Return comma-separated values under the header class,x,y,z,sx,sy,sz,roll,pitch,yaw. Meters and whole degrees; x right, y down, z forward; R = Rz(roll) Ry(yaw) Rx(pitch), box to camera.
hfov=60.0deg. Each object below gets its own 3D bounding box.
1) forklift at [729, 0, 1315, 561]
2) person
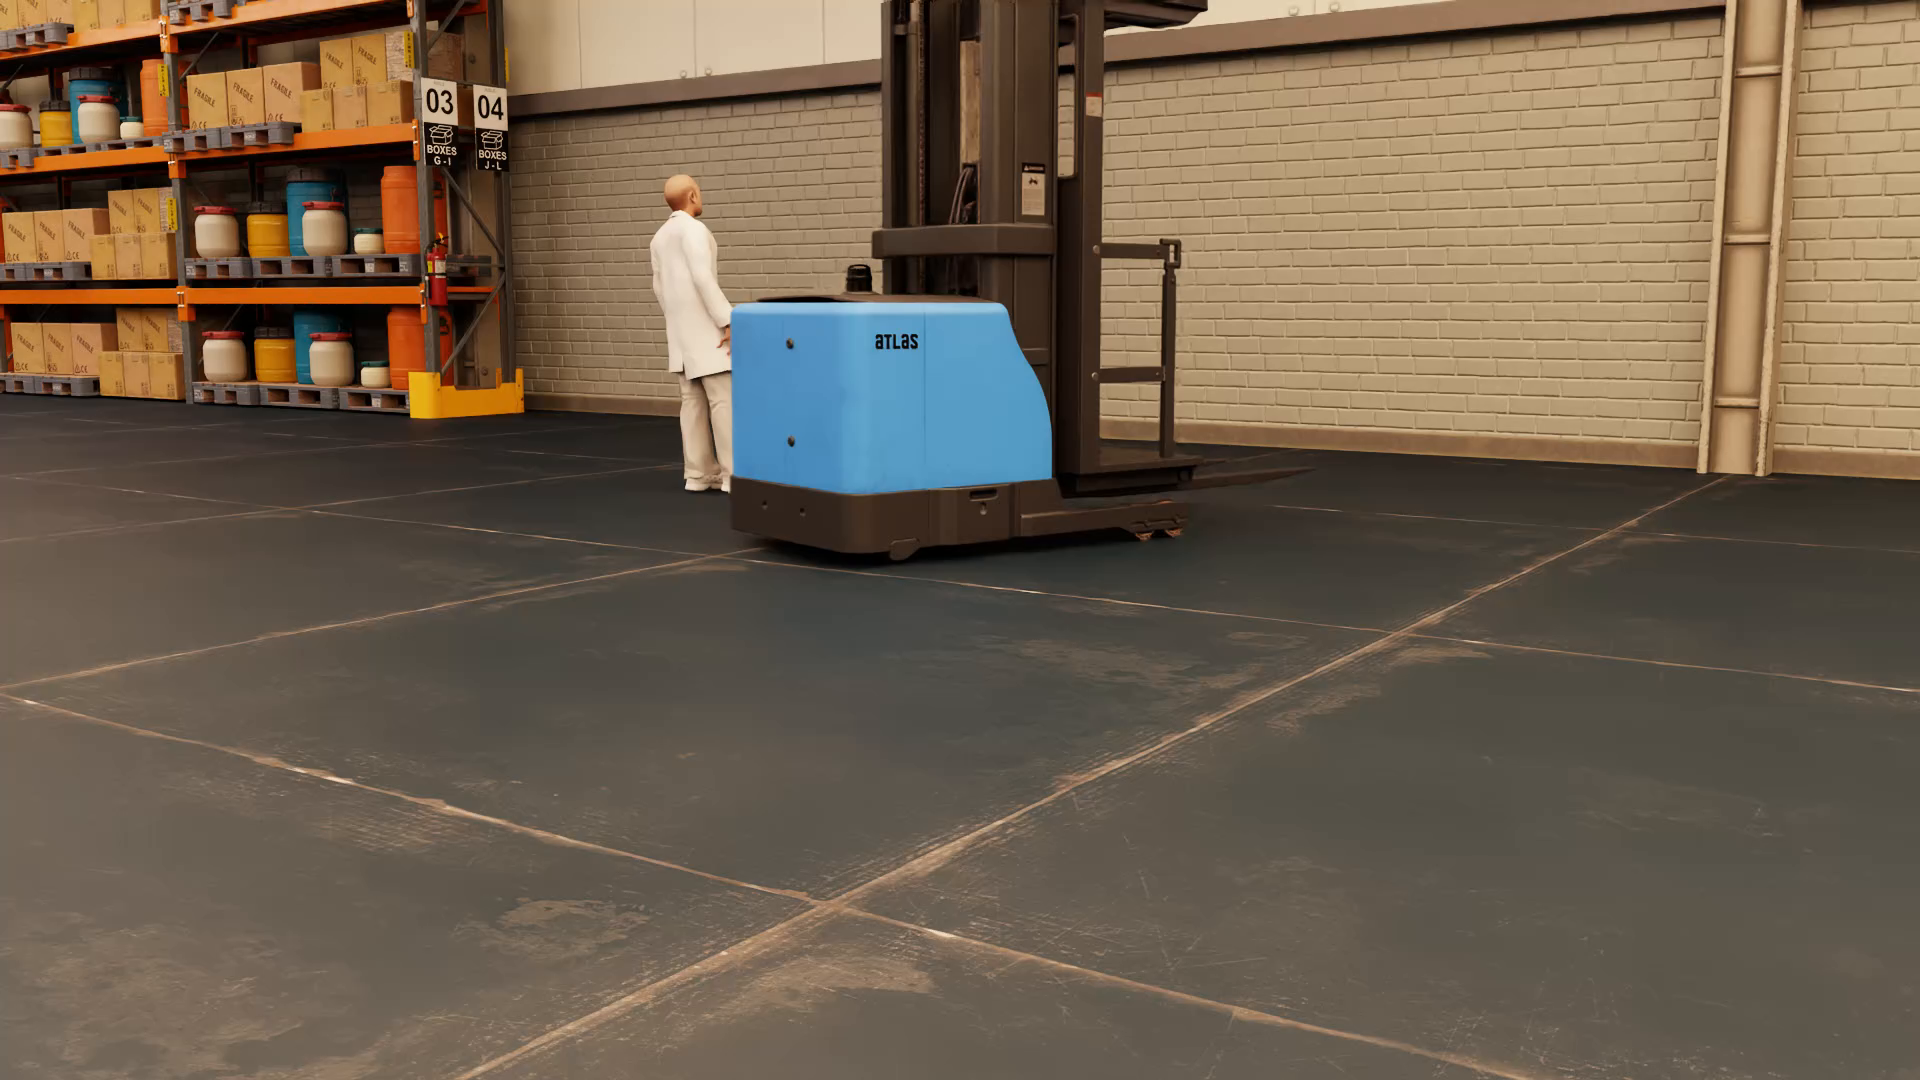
class,x,y,z,sx,sy,sz,roll,pitch,yaw
forklift,0.446,-1.507,7.791,3.031,2.935,1.130,-6,10,-37
person,-1.404,-1.171,9.472,0.582,1.775,0.697,-6,10,-37
